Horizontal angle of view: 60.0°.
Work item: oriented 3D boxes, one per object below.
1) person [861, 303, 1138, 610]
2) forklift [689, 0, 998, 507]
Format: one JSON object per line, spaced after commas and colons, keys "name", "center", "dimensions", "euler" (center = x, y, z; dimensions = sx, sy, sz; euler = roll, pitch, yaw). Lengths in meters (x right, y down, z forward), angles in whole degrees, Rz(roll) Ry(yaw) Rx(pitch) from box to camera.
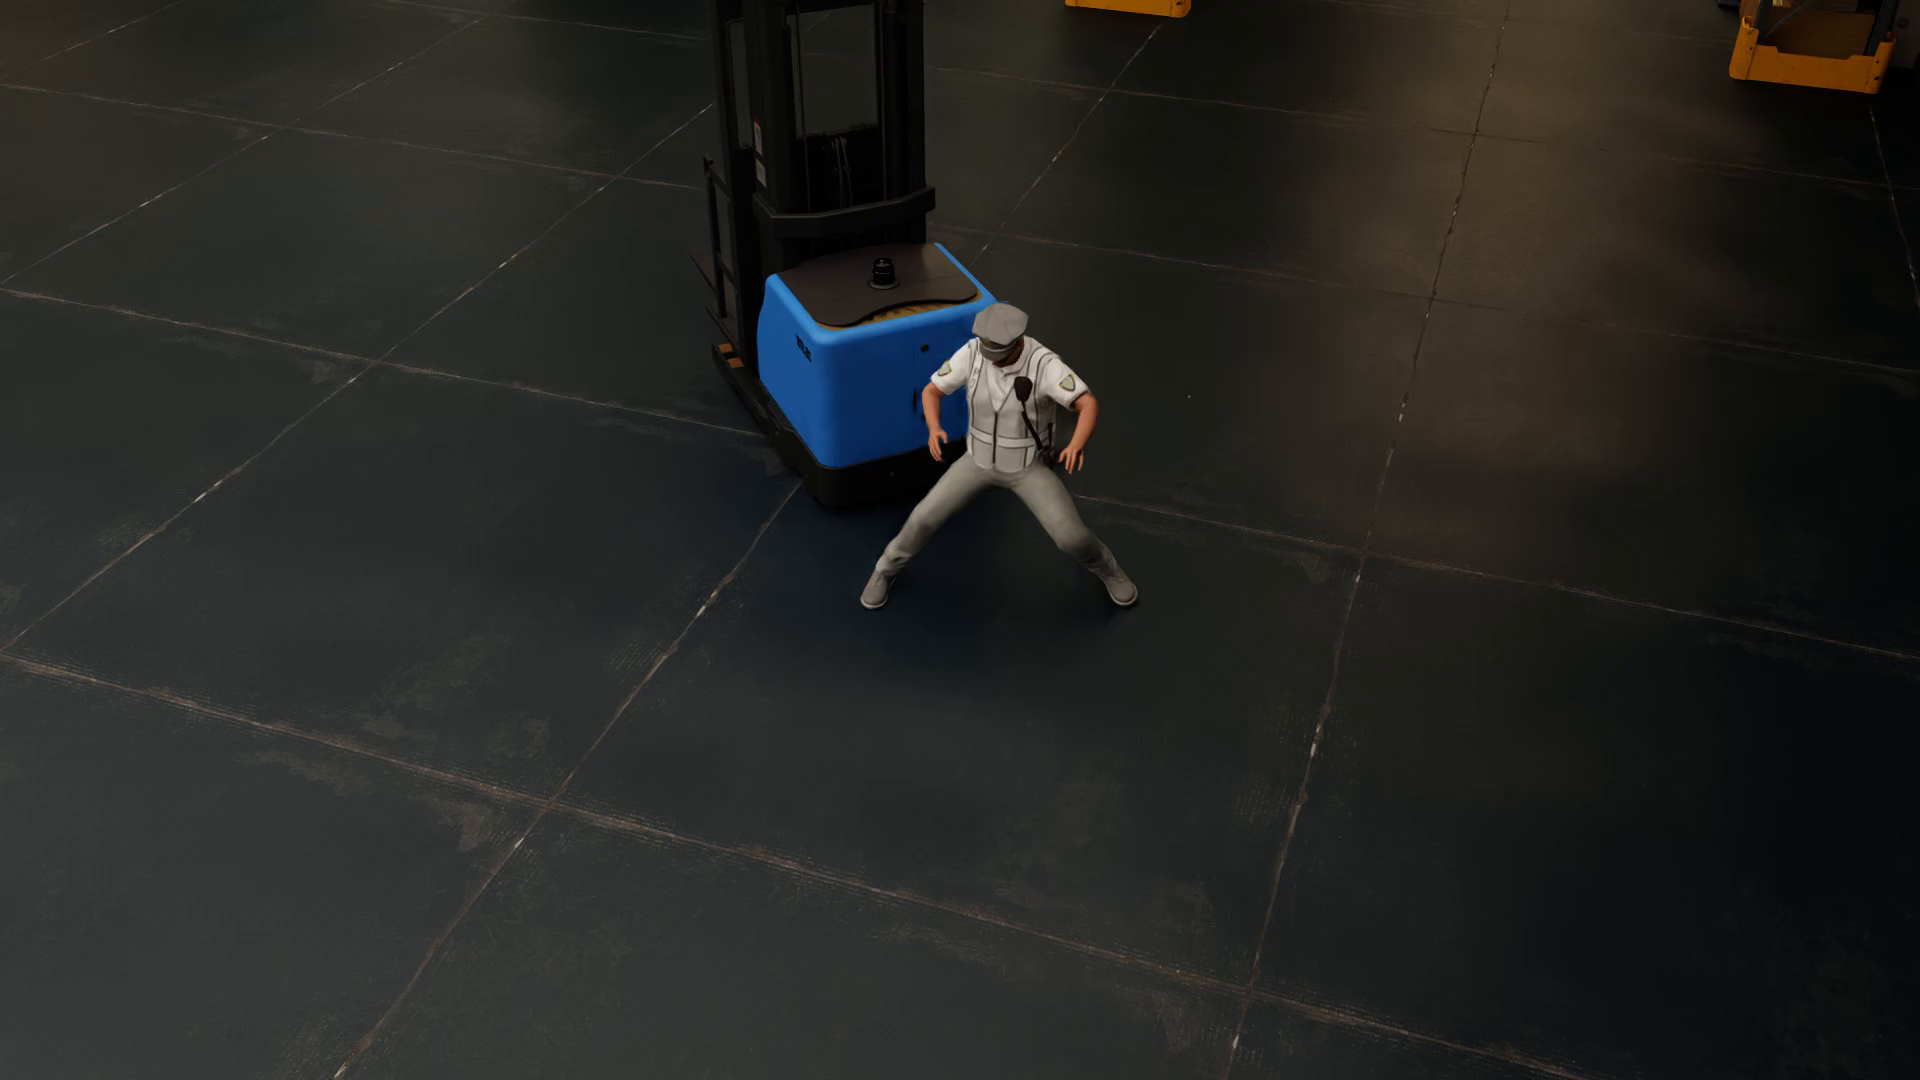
{"name": "person", "center": [0.208, -0.345, 7.797], "dimensions": [1.282, 1.538, 0.746], "euler": [14, 38, 19]}
{"name": "forklift", "center": [-0.853, -2.213, 9.232], "dimensions": [1.130, 2.935, 3.031], "euler": [-15, 38, -20]}
